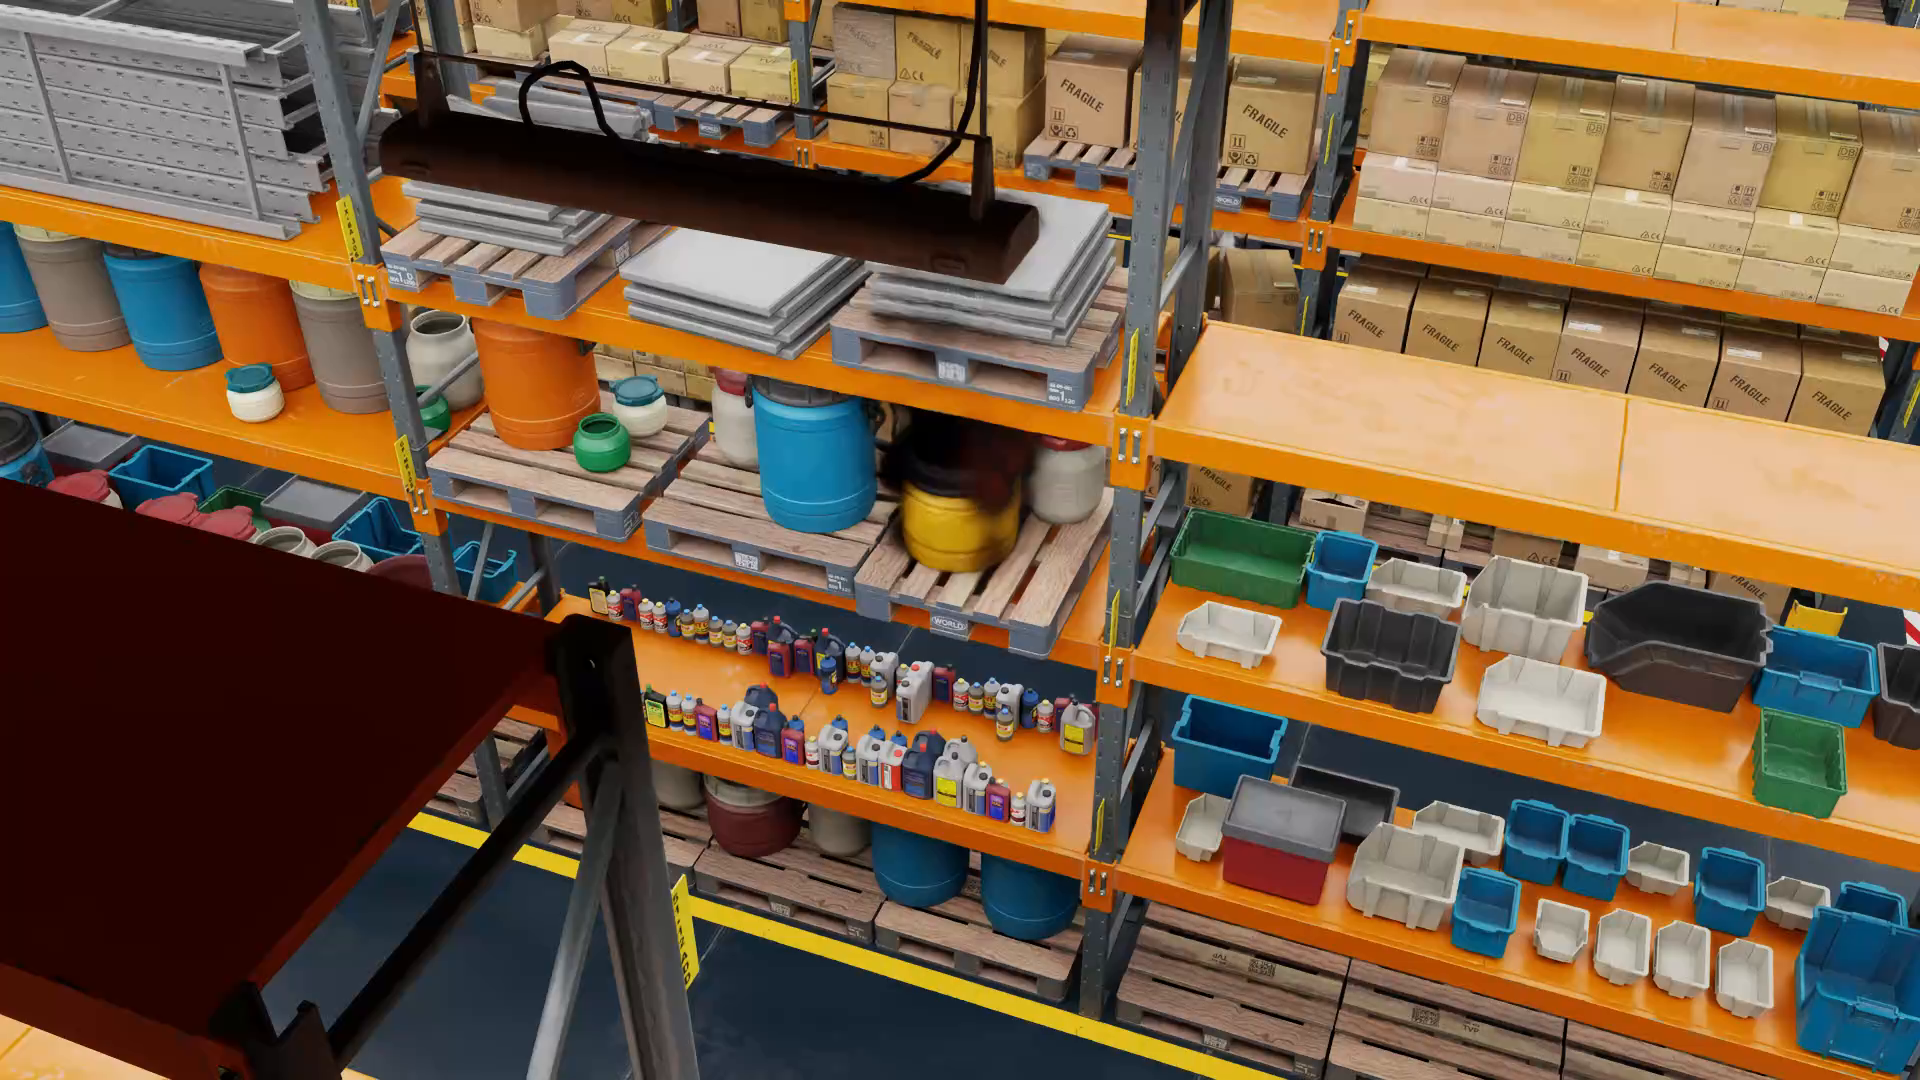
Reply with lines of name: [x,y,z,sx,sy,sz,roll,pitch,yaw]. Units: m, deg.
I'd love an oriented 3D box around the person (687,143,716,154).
person: [-2.530,-3.325,16.528,0.632,1.618,0.610,5,37,7]

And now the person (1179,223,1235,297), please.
person: [2.359,-2.661,15.519,0.706,1.820,0.638,7,37,10]
